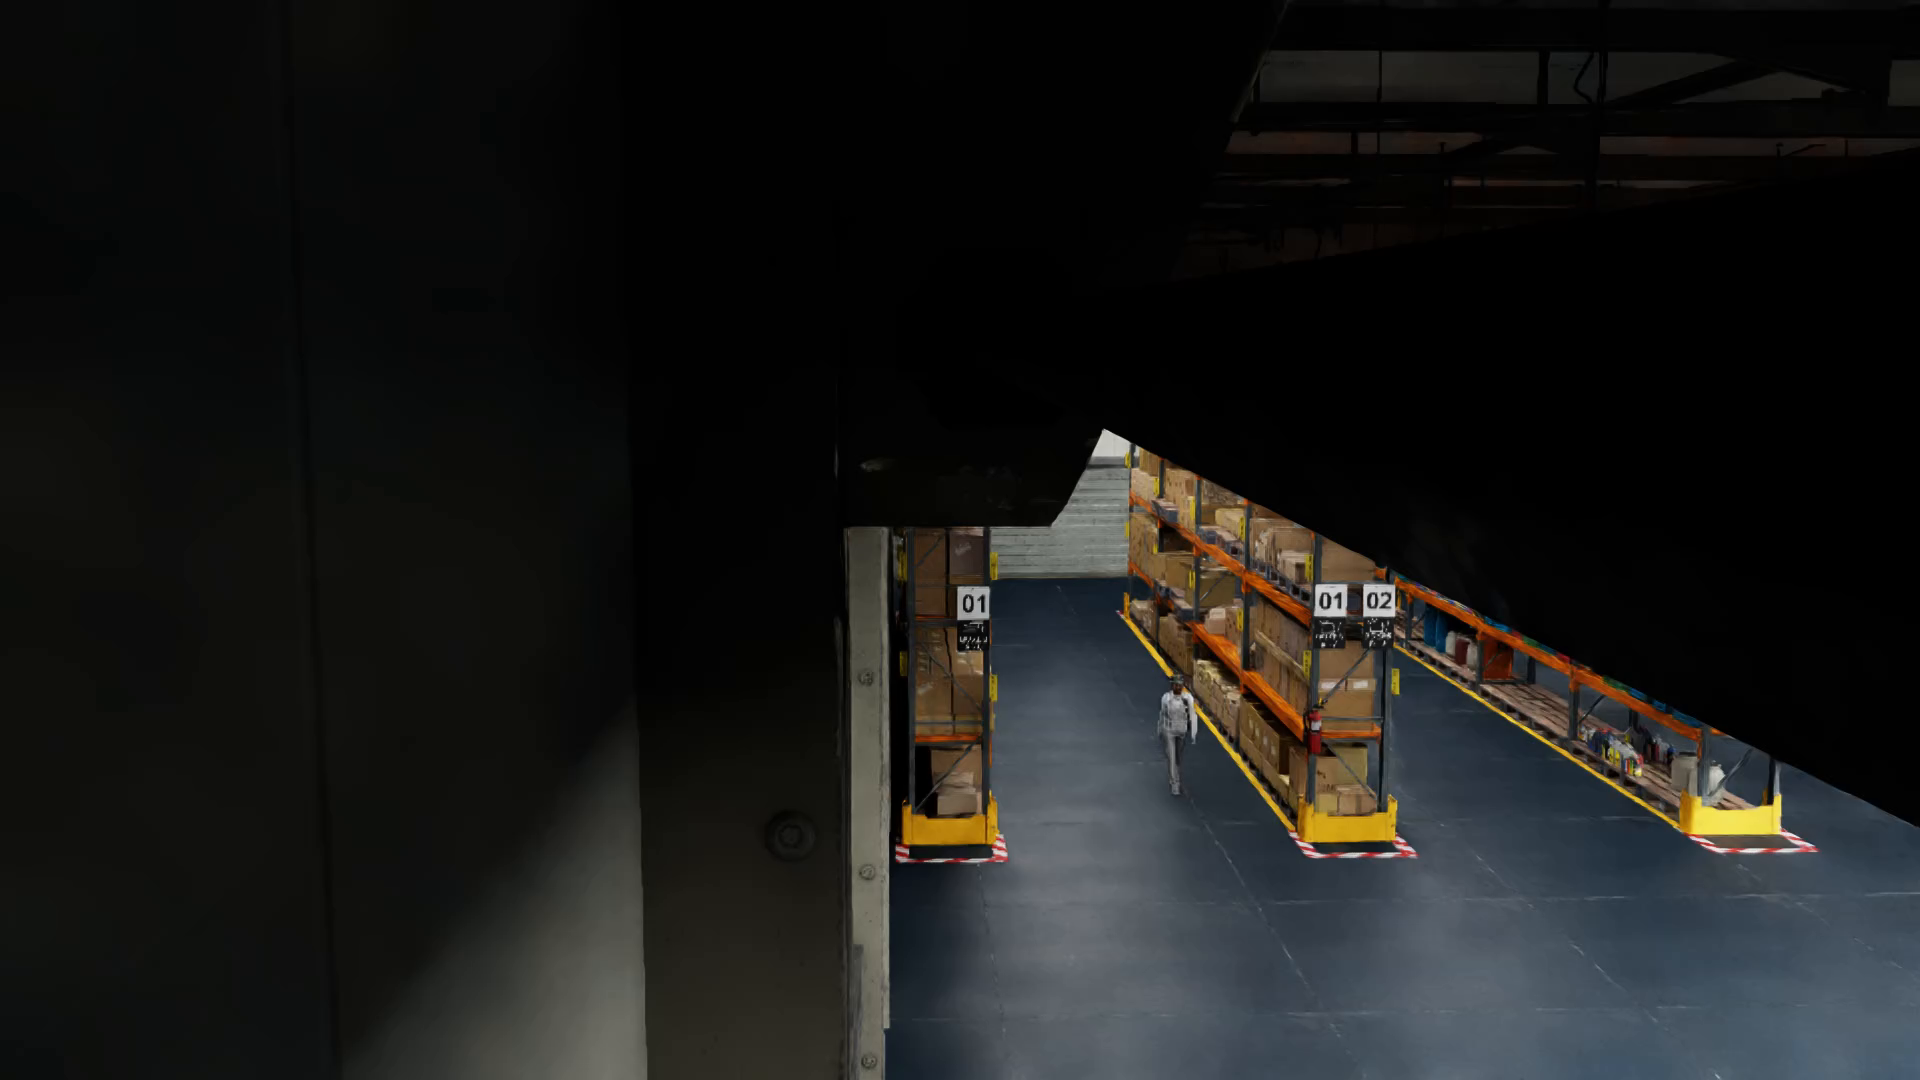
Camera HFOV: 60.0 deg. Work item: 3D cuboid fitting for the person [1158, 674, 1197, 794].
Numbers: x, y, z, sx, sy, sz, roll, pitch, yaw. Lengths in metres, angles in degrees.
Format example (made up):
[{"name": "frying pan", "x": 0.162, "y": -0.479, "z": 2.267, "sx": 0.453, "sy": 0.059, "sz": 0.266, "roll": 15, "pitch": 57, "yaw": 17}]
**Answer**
[{"name": "person", "x": 2.992, "y": 2.607, "z": 22.804, "sx": 0.502, "sy": 1.621, "sz": 0.997, "roll": 0, "pitch": 7, "yaw": -3}]
